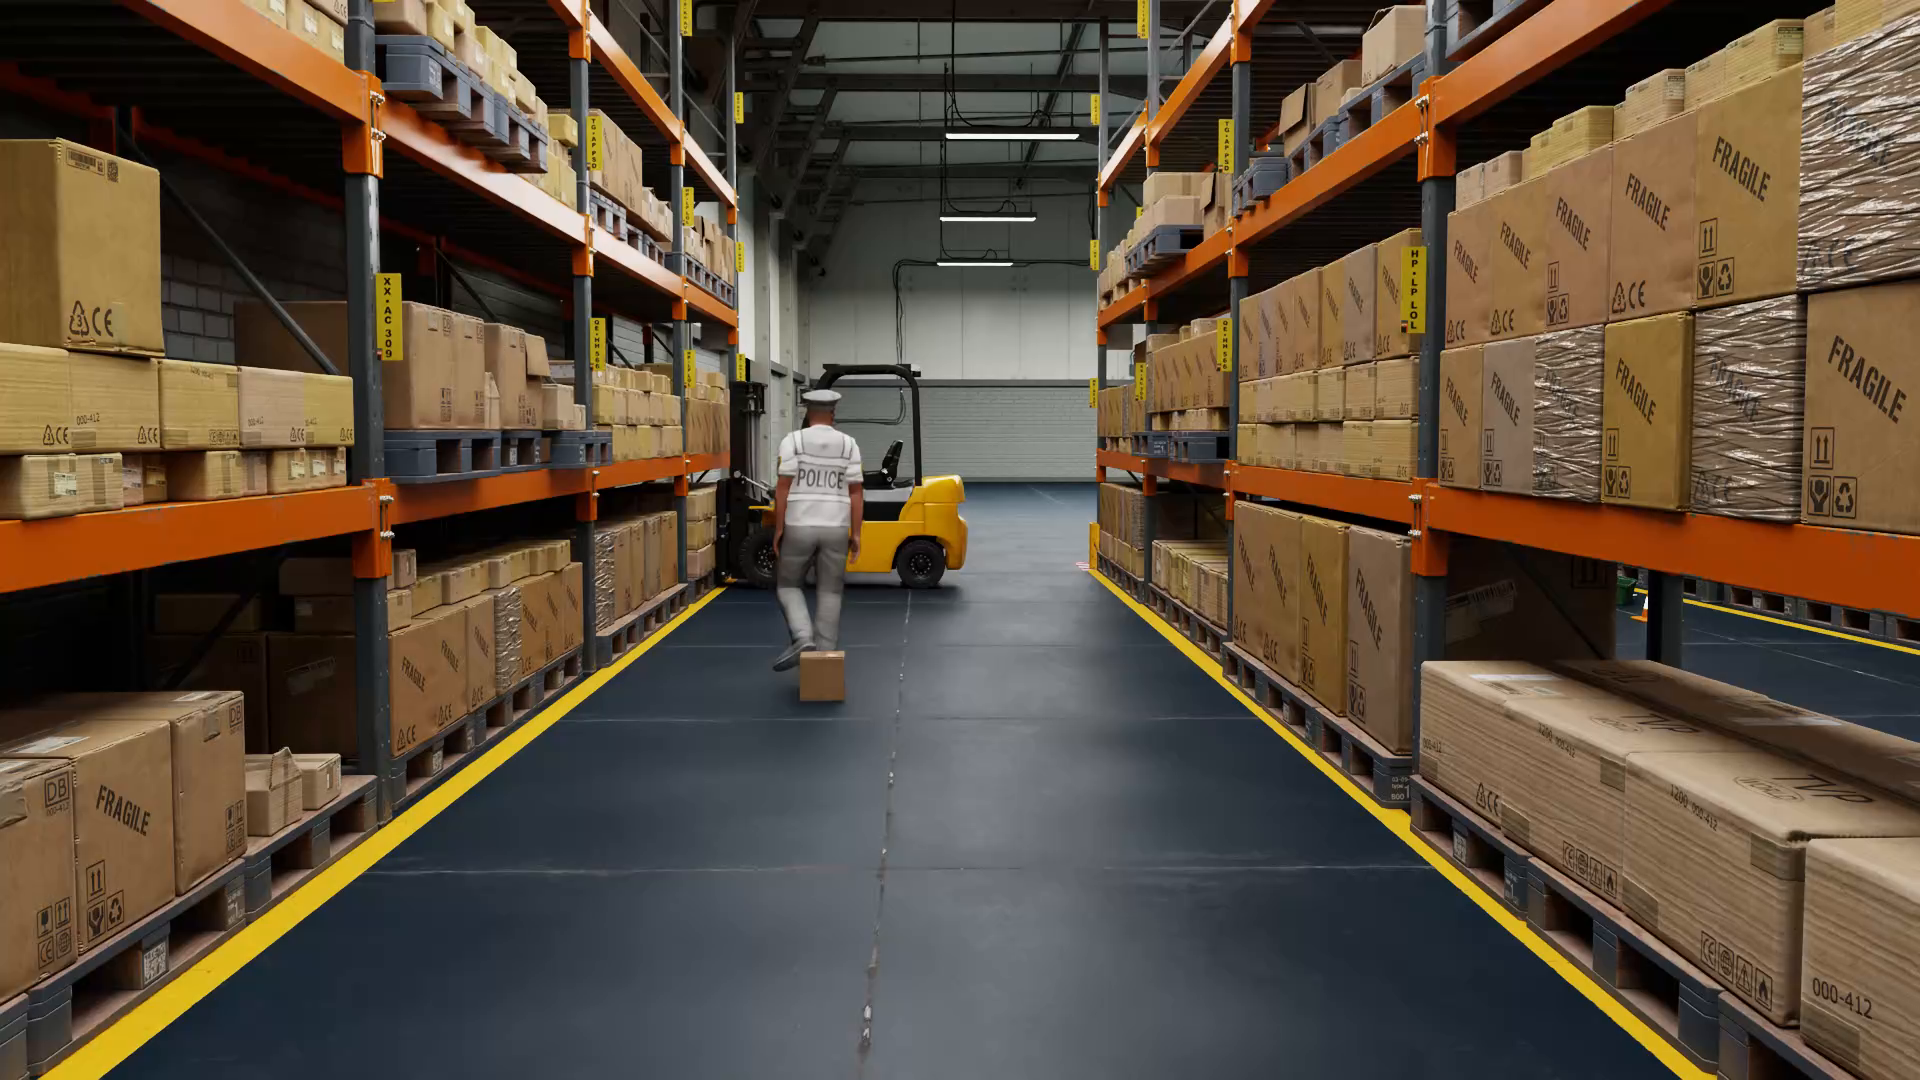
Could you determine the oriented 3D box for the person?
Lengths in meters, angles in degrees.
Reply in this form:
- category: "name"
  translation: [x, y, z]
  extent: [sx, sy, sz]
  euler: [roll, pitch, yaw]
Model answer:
- category: "person"
  translation: [-0.866, -0.047, 10.129]
  extent: [0.580, 1.750, 0.500]
  euler: [-1, 4, -14]
